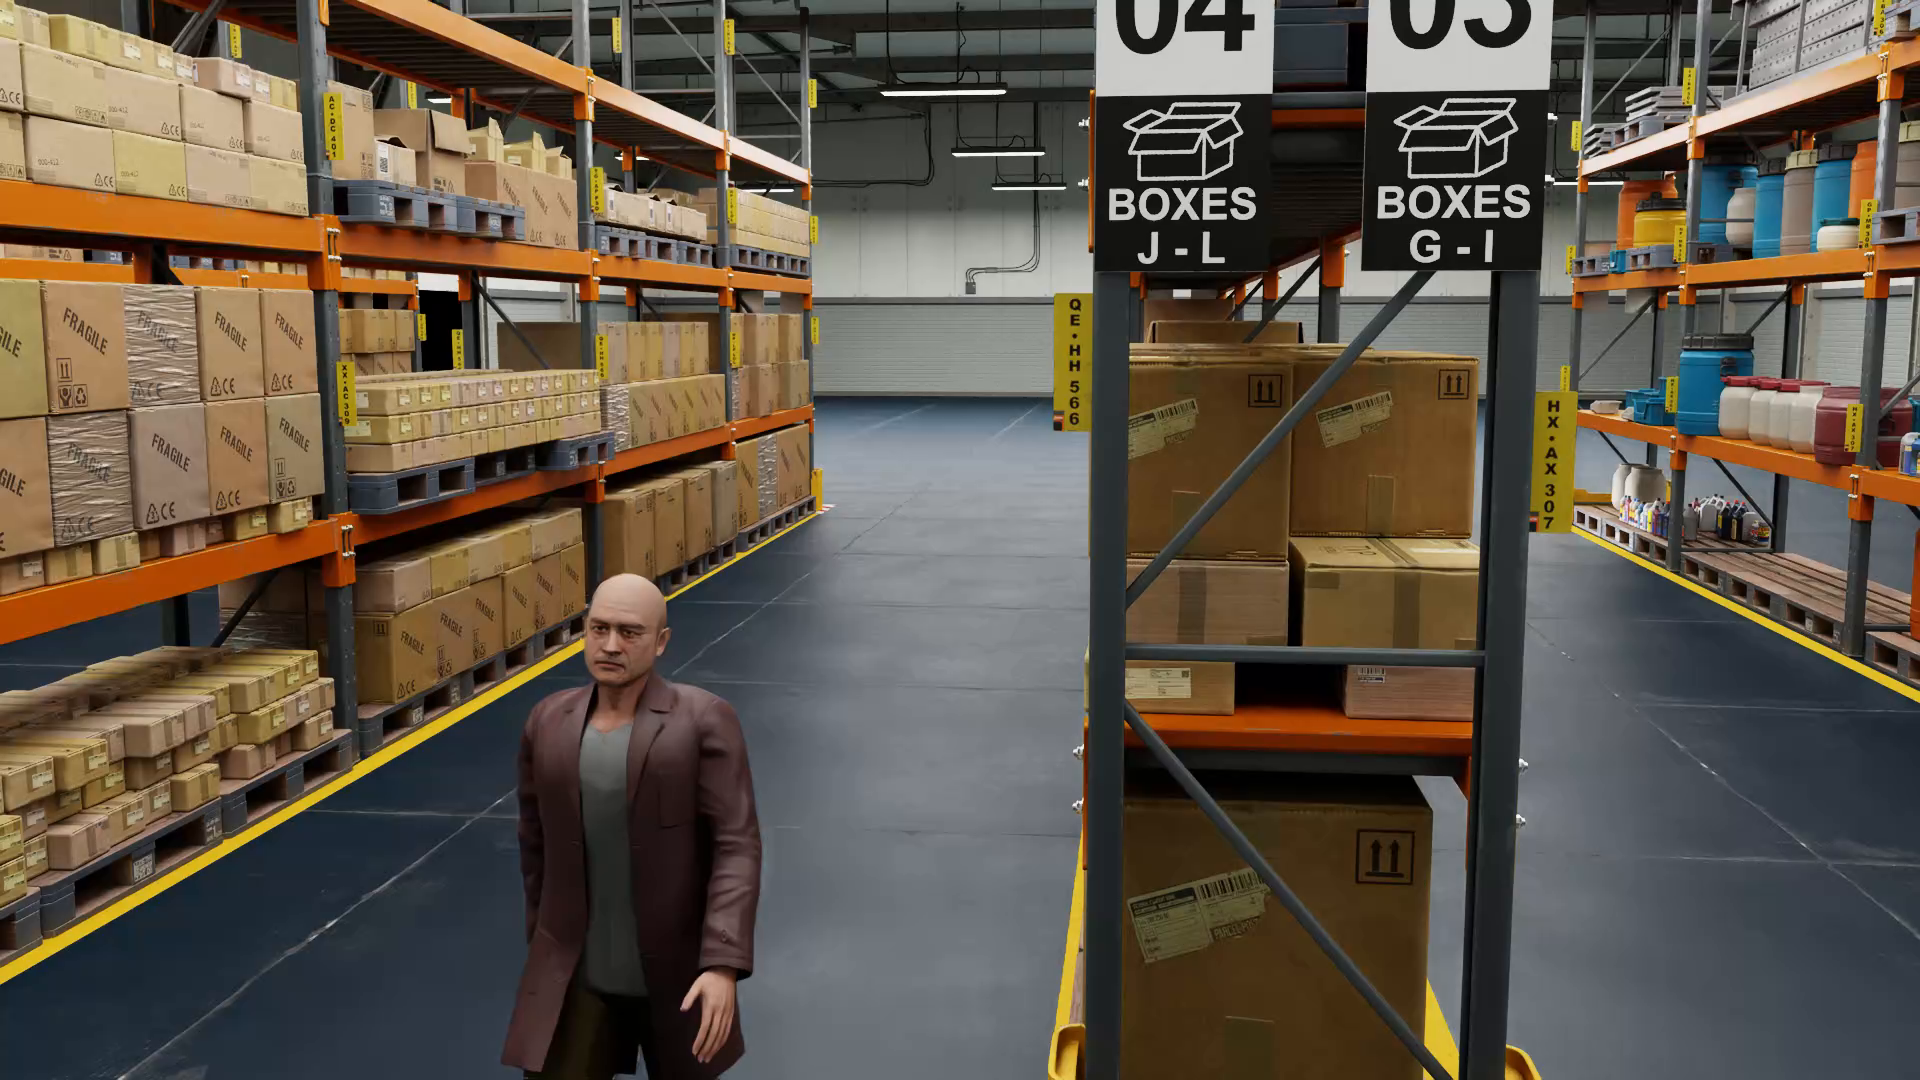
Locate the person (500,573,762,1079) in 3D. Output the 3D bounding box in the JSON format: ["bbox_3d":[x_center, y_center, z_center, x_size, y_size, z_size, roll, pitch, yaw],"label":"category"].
[{"bbox_3d":[-0.727,0.940,3.708,0.603,1.734,1.102,1,7,5],"label":"person"}]
